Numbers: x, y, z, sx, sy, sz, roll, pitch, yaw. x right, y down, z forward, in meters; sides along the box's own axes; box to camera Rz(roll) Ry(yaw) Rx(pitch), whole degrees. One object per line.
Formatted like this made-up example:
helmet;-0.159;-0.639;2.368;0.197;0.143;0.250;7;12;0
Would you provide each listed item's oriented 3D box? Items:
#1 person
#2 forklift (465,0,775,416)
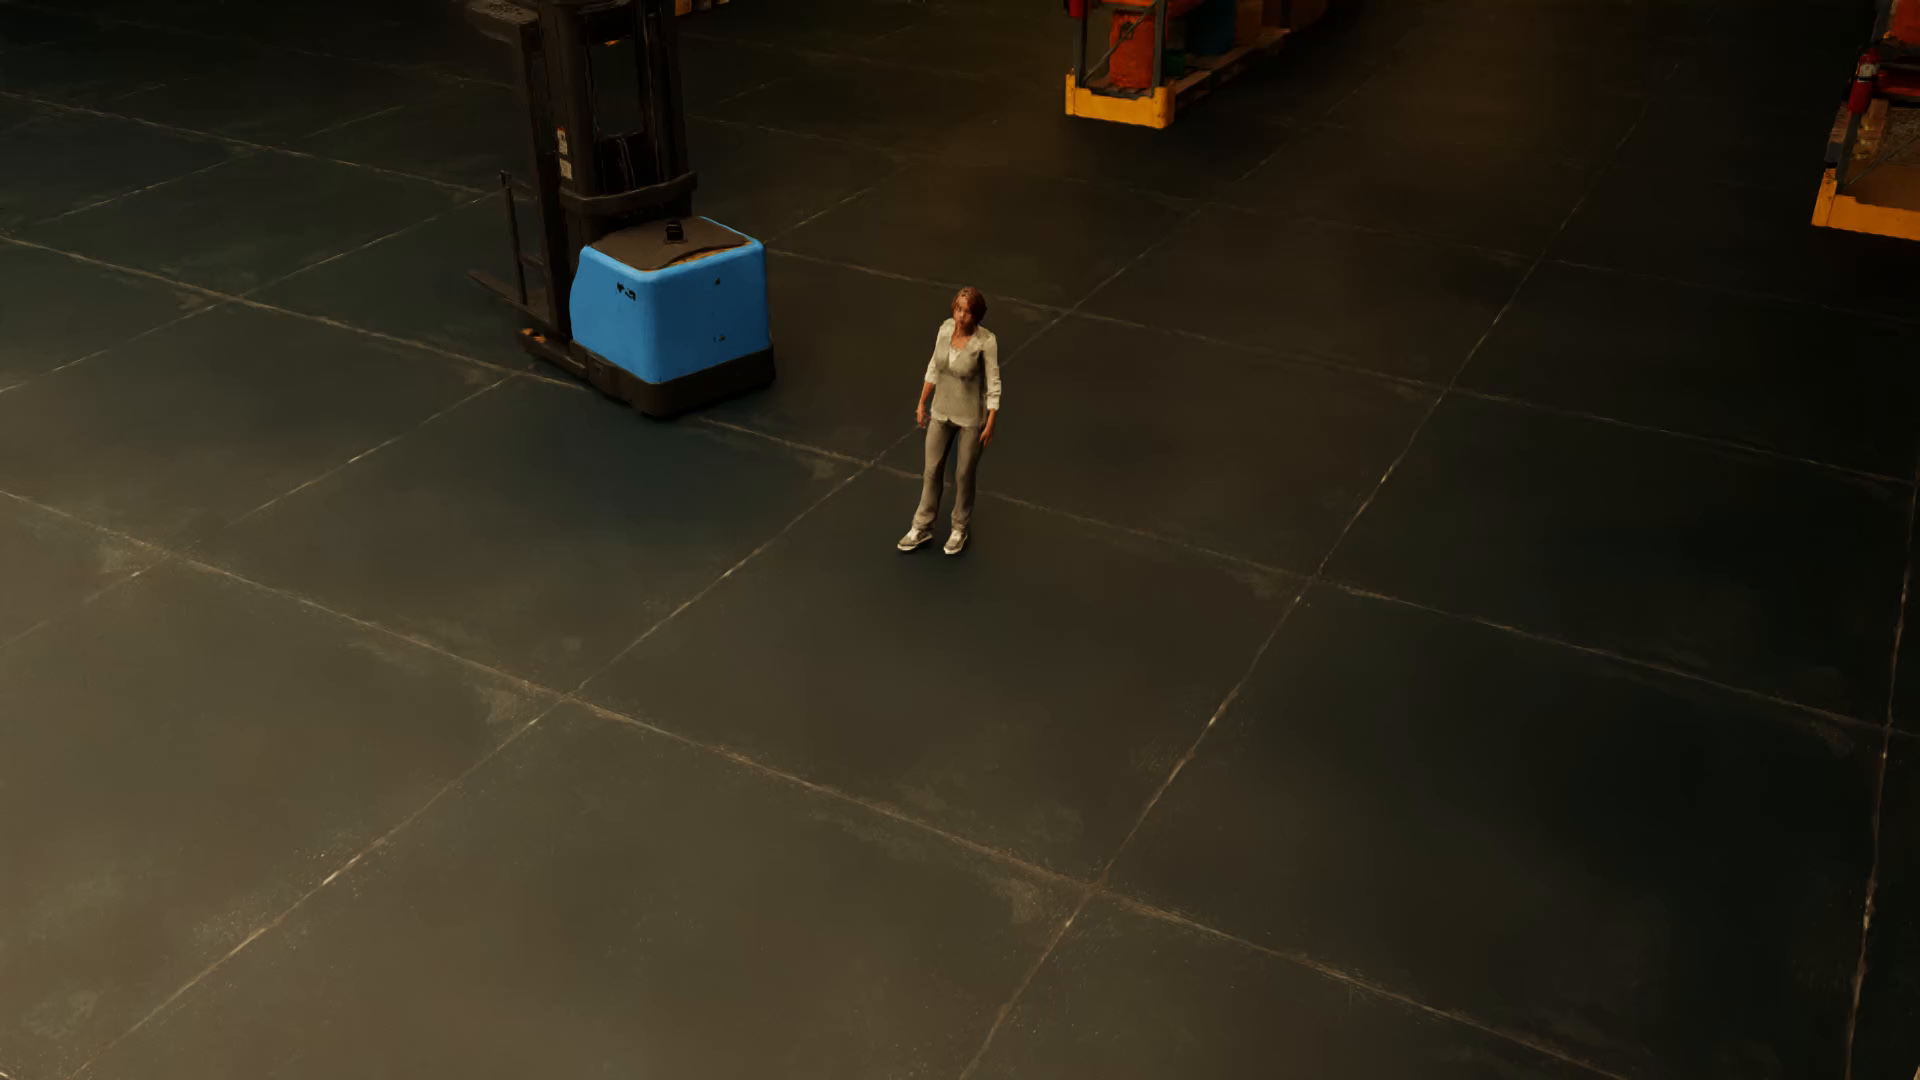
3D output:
person;-0.048;-0.669;9.550;0.521;1.597;0.474;15;33;25
forklift;-2.682;-2.770;11.871;1.130;2.935;3.031;-24;38;-35
